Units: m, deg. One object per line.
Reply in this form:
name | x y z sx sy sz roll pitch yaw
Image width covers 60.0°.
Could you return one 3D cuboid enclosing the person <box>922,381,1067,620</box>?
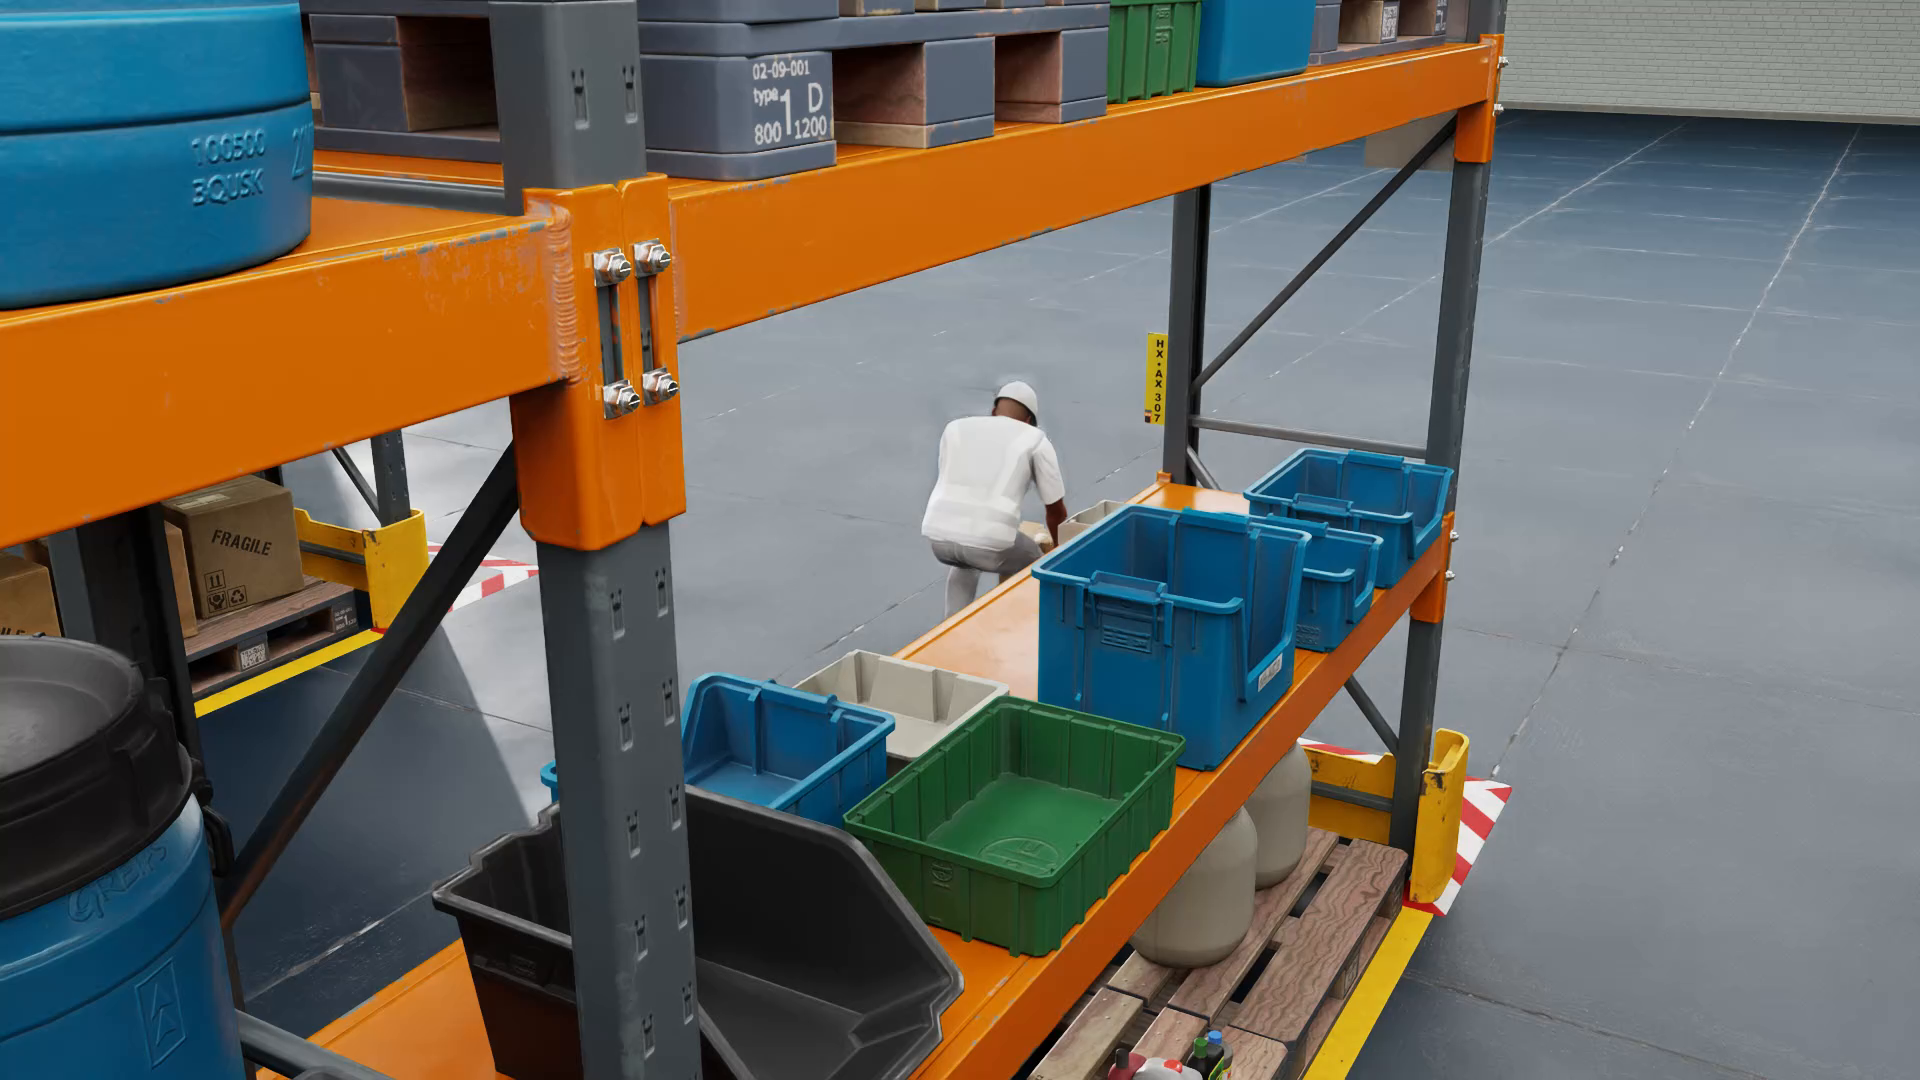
person | 0.124 -0.072 7.588 0.620 1.207 0.839 10 22 27
